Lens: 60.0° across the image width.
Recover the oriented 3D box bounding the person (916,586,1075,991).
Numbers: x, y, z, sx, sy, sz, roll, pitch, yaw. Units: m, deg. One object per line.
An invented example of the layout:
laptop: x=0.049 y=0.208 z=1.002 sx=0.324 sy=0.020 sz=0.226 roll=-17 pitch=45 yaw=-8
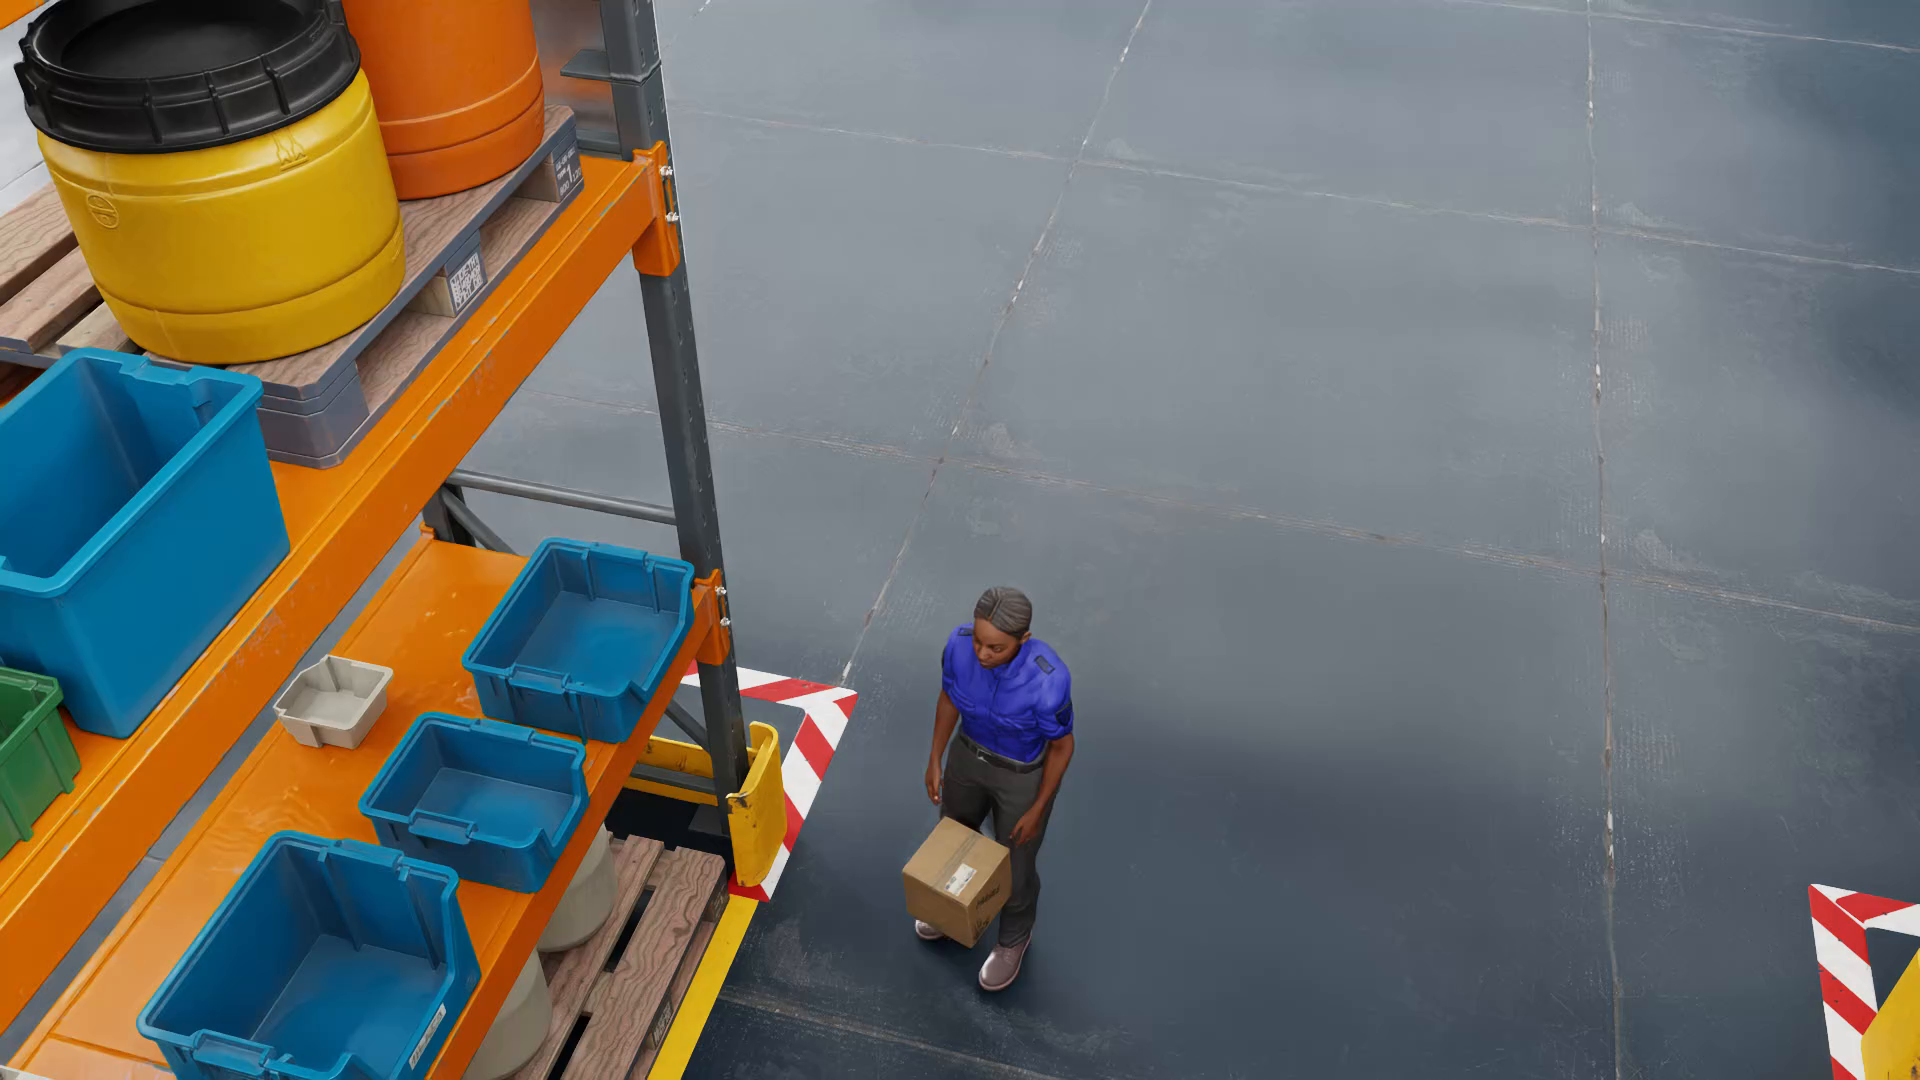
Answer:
person: x=0.103 y=0.766 z=5.285 sx=0.492 sy=1.660 sz=0.398 roll=23 pitch=46 yaw=24
